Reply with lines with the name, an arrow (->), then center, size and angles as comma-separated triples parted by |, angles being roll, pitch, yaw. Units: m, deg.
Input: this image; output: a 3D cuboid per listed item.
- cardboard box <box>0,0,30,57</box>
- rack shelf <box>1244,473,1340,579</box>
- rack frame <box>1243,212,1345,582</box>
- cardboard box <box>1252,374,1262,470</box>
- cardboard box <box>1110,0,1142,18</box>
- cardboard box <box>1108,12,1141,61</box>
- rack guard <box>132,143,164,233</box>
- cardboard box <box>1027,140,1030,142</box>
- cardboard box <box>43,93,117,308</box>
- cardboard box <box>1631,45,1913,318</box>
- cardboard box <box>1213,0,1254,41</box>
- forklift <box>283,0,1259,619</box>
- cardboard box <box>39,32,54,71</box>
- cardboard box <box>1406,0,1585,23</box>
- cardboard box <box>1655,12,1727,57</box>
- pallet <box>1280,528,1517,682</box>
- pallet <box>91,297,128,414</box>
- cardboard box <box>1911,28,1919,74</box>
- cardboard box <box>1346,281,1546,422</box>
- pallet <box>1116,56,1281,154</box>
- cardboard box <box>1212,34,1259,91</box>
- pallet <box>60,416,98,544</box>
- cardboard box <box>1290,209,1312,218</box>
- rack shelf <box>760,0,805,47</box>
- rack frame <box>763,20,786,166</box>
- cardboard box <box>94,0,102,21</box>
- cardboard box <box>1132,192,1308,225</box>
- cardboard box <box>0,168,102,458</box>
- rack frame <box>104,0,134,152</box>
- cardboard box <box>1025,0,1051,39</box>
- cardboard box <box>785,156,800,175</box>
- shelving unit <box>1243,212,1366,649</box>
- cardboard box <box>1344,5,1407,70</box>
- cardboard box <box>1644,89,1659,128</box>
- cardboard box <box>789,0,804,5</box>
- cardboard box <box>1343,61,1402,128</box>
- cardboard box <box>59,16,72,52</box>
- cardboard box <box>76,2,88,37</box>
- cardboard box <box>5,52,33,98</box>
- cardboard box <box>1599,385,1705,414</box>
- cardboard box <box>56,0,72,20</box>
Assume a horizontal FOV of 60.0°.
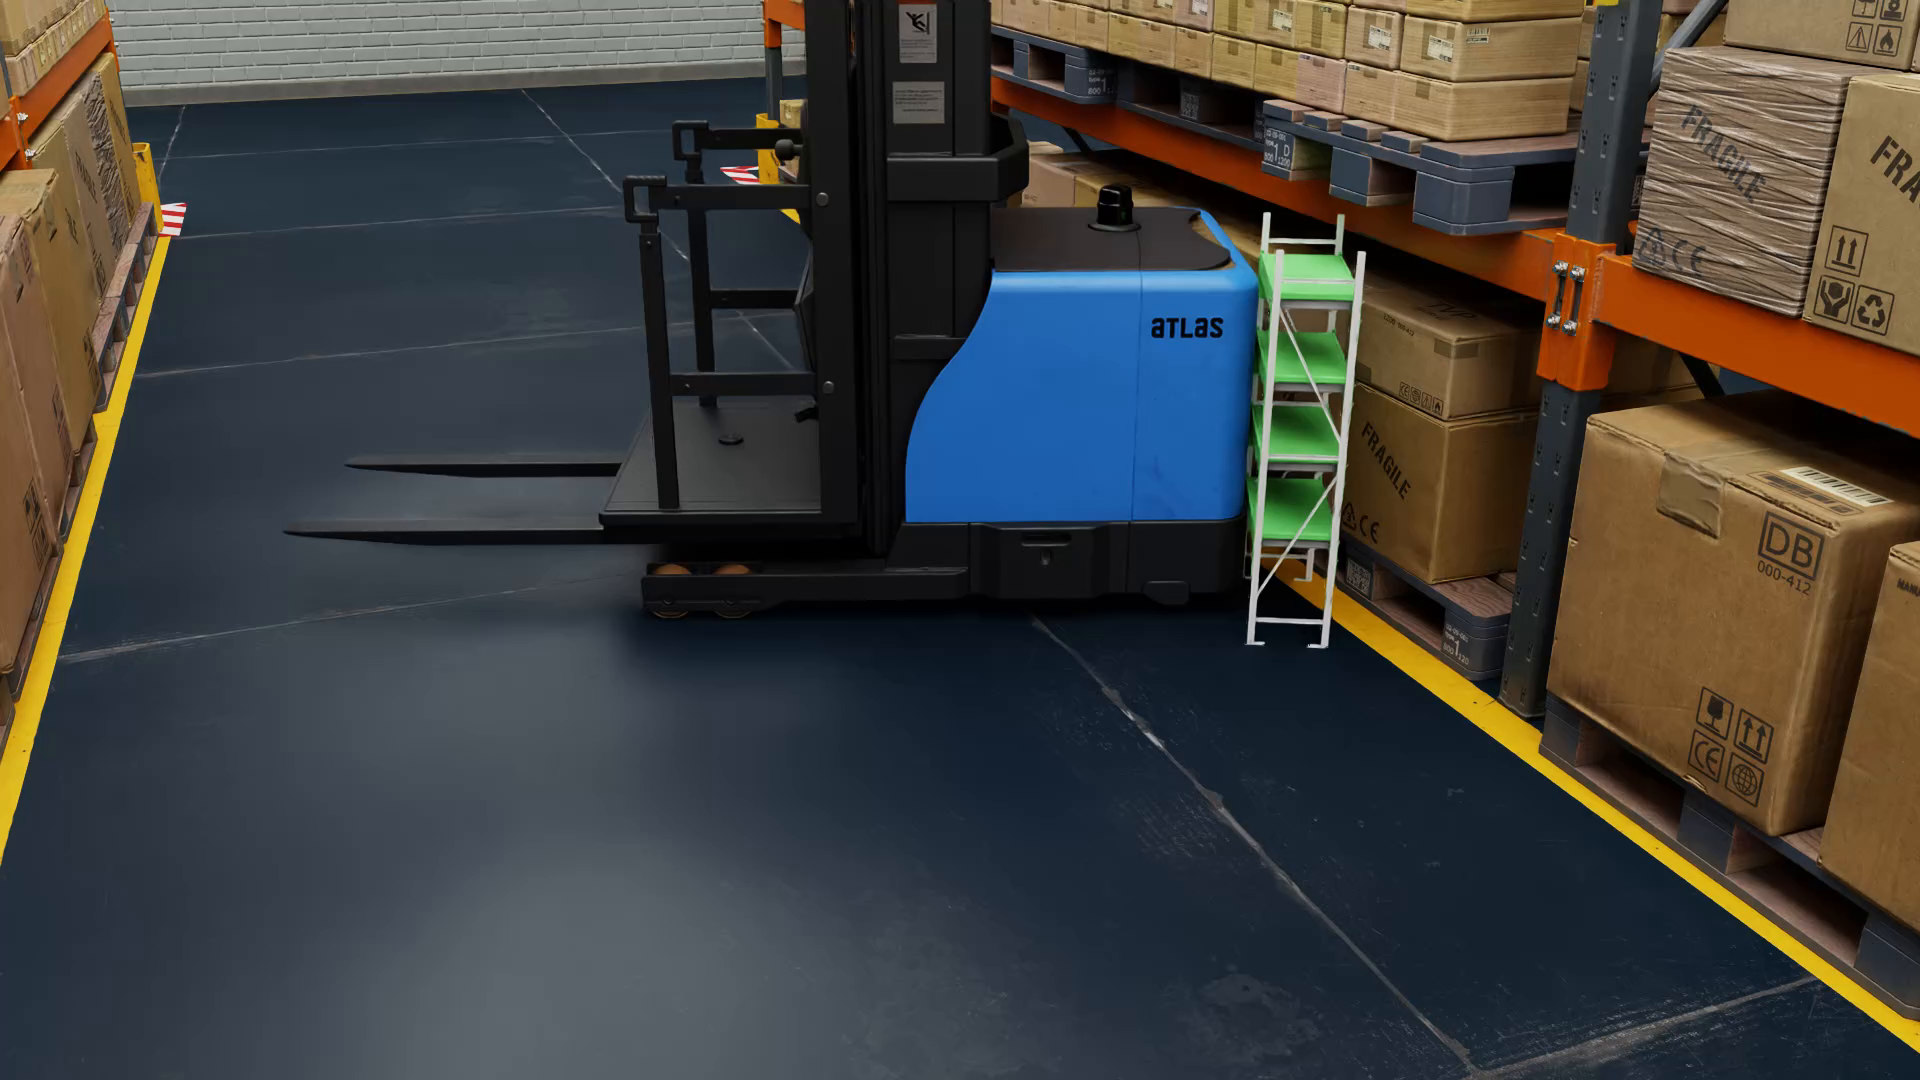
cardboard box -> -4.012, -2.058, 6.580 | 0.500, 0.250, 0.500 | -9, 24, -20
rack shelf -> 1.006, -0.049, 5.104 | 0.258, 0.148, 0.480 | 2, 23, 5
rack frame -> 1.030, -0.424, 5.209 | 0.240, 1.200, 0.015 | 2, 23, 5
cardboard box -> 1.139, -0.597, 5.983 | 0.500, 0.500, 0.500 | -9, 25, -21
cardboard box -> 0.762, -1.959, 5.937 | 0.380, 0.149, 0.250 | -9, 24, -20
cardboard box -> 0.760, -1.825, 6.000 | 0.380, 0.149, 0.250 | -9, 24, -20
rack guard -> -5.513, -2.093, 10.073 | 1.175, 0.500, 0.348 | -8, 24, -19
cardboard box -> 0.179, -2.211, 9.497 | 0.380, 0.149, 0.250 | -9, 25, -21
cardboard box -> -4.567, -1.575, 7.820 | 0.875, 0.875, 0.875 | -8, 24, -19
cardboard box -> 1.904, -0.819, 3.703 | 0.500, 0.500, 0.500 | -8, 24, -18
cardboard box -> 1.032, -1.679, 5.271 | 0.380, 0.149, 0.250 | -9, 24, -19
forklift -> -0.629, -1.312, 5.090 | 3.031, 2.935, 1.130 | 0, 23, -1
cardboard box -> -4.165, -2.107, 7.210 | 0.380, 0.149, 0.250 | -9, 24, -20
cardboard box -> 1.396, -1.441, 4.323 | 0.380, 0.149, 0.250 | -9, 25, -21
cardboard box -> 2.015, -1.391, 4.589 | 0.380, 0.149, 0.250 | -7, 24, -17
pallet -> 1.723, 0.027, 5.413 | 1.003, 0.211, 1.213 | -8, 24, -19
pallet -> -4.287, -0.785, 7.341 | 1.003, 0.211, 1.213 | -8, 24, -19
cardboard box -> 2.327, -1.132, 3.158 | 0.700, 0.500, 0.500 | -9, 24, -20
cardboard box -> 1.511, -0.573, 4.960 | 0.500, 0.250, 0.500 | -9, 24, -20
pallet -> 1.260, -1.599, 5.928 | 1.003, 0.211, 1.213 | -8, 24, -19
cardboard box -> 1.035, -1.540, 5.324 | 0.380, 0.149, 0.250 | -9, 25, -21
pallet -> -3.748, -0.228, 6.019 | 1.003, 0.211, 1.213 | -8, 24, -19
cardboard box -> 1.453, -1.199, 6.446 | 0.500, 0.250, 0.500 | -9, 25, -21
rack shelf -> -0.122, -2.822, 9.510 | 1.077, 0.370, 4.000 | -8, 24, -19
rack frame -> -0.828, -3.880, 11.094 | 1.000, 3.000, 0.127 | -8, 24, -19
cardboard box -> -4.977, -2.942, 9.192 | 0.380, 0.149, 0.250 | -8, 24, -18
cardboard box -> 0.965, -1.130, 6.282 | 0.500, 0.250, 0.500 | -7, 24, -17
cardboard box -> -3.846, -0.768, 5.904 | 1.225, 0.875, 0.875 | -8, 24, -19
rack frame -> -5.504, -3.236, 9.567 | 1.000, 3.000, 0.127 | -8, 24, -19
cardboard box -> 0.482, -2.107, 6.670 | 0.380, 0.149, 0.250 | -8, 24, -19
cardboard box -> -0.943, -2.526, 11.010 | 0.380, 0.149, 0.250 | -8, 24, -18
shelving unit -> 1.006, -0.329, 4.985 | 0.258, 1.200, 0.503 | 2, 23, 5
cardboard box -> 1.301, -1.402, 4.614 | 0.380, 0.149, 0.250 | -7, 24, -17
cardboard box -> 2.028, -1.241, 4.616 | 0.380, 0.149, 0.250 | -9, 24, -20
cardboard box -> -0.847, -3.410, 10.302 | 0.380, 0.149, 0.250 | -9, 24, -20
cardboard box -> 1.307, -1.258, 4.655 | 0.380, 0.149, 0.250 | -8, 24, -19
cardboard box -> -4.437, -2.387, 7.874 | 0.380, 0.149, 0.250 | -9, 25, -21
cardboard box -> -4.708, -2.666, 8.536 | 0.380, 0.149, 0.250 | -9, 24, -20
cardboard box -> -3.885, -1.820, 6.530 | 0.380, 0.149, 0.250 | -8, 24, -19
cardboard box -> 1.986, -0.307, 5.294 | 0.500, 0.500, 0.500 | -9, 25, -21
cardboard box -> -4.538, -2.607, 7.883 | 0.500, 0.250, 0.500 | -8, 24, -19
